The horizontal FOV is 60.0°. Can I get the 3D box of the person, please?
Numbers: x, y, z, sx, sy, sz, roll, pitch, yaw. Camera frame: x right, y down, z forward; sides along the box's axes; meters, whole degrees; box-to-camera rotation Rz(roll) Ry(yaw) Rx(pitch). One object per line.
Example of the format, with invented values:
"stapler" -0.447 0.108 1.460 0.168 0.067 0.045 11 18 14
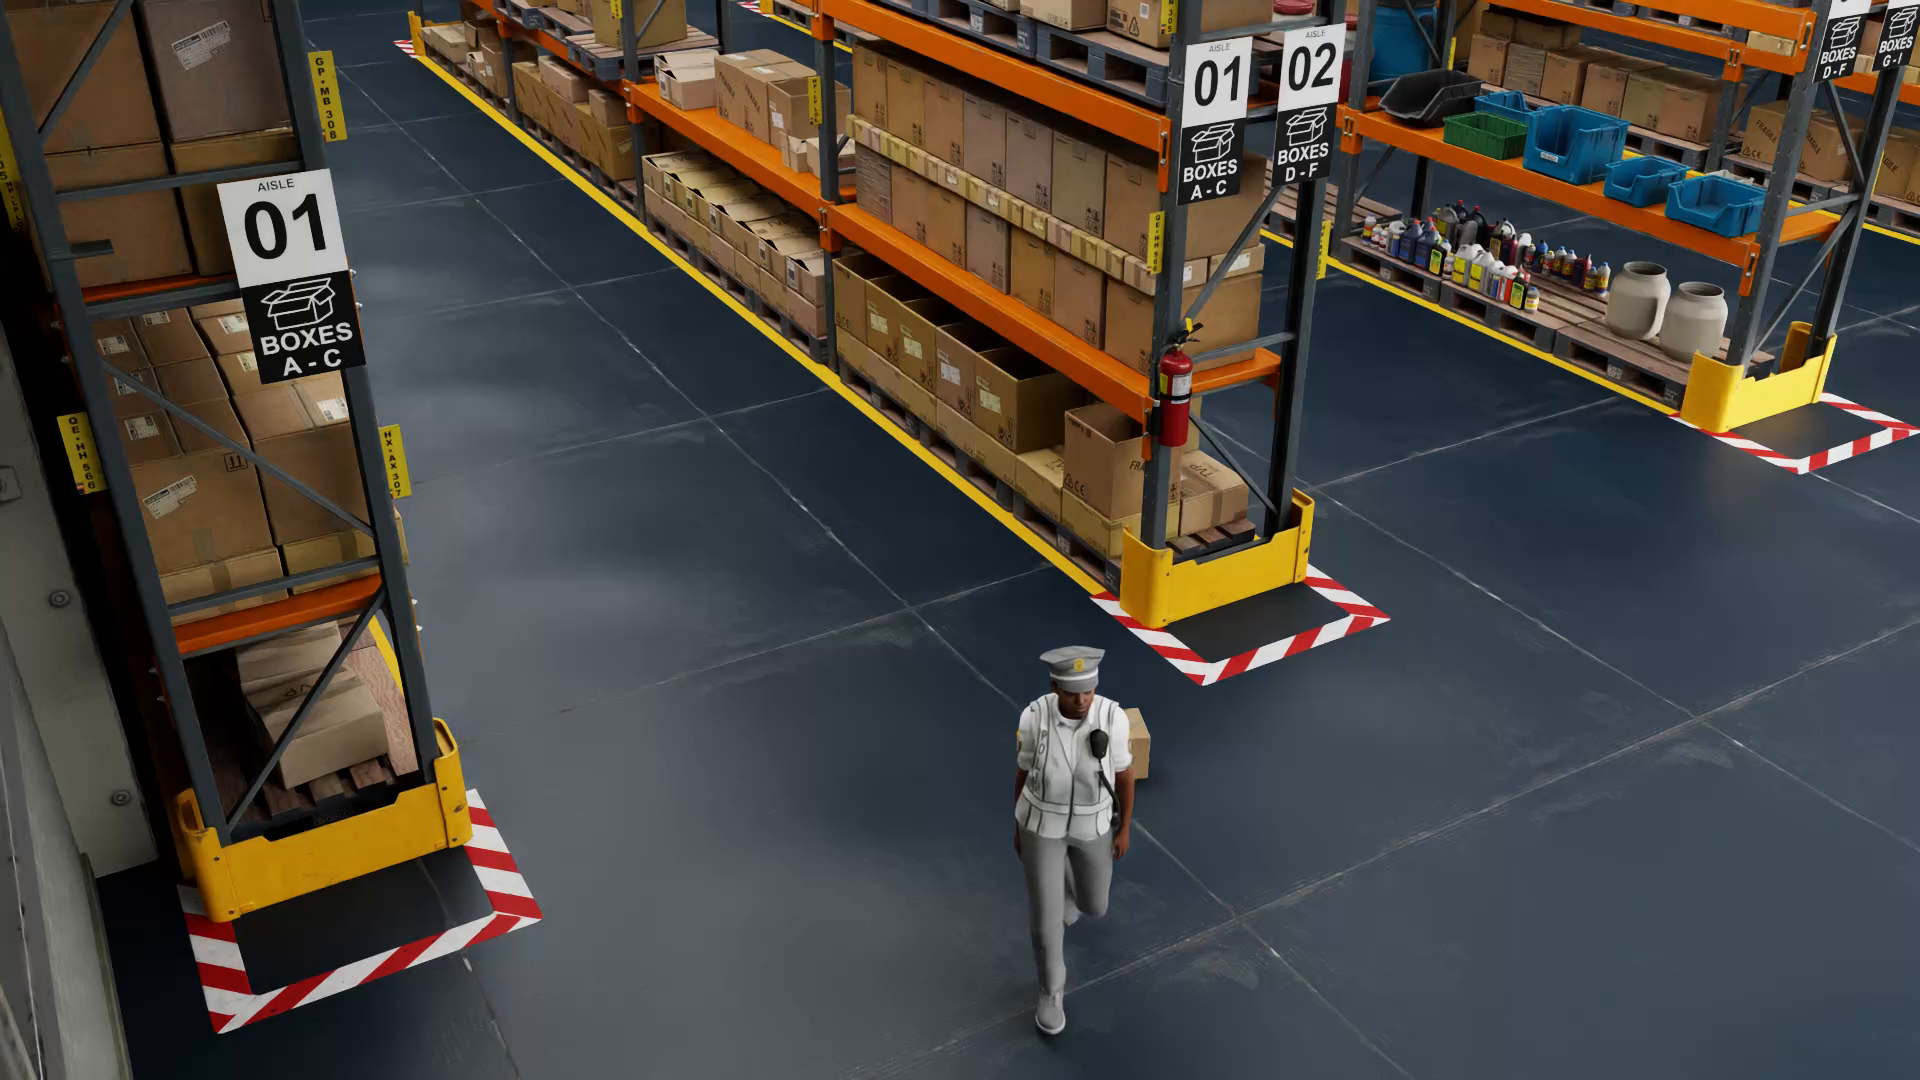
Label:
"person" 0.442 1.100 6.515 0.463 1.671 0.642 0 29 -1
